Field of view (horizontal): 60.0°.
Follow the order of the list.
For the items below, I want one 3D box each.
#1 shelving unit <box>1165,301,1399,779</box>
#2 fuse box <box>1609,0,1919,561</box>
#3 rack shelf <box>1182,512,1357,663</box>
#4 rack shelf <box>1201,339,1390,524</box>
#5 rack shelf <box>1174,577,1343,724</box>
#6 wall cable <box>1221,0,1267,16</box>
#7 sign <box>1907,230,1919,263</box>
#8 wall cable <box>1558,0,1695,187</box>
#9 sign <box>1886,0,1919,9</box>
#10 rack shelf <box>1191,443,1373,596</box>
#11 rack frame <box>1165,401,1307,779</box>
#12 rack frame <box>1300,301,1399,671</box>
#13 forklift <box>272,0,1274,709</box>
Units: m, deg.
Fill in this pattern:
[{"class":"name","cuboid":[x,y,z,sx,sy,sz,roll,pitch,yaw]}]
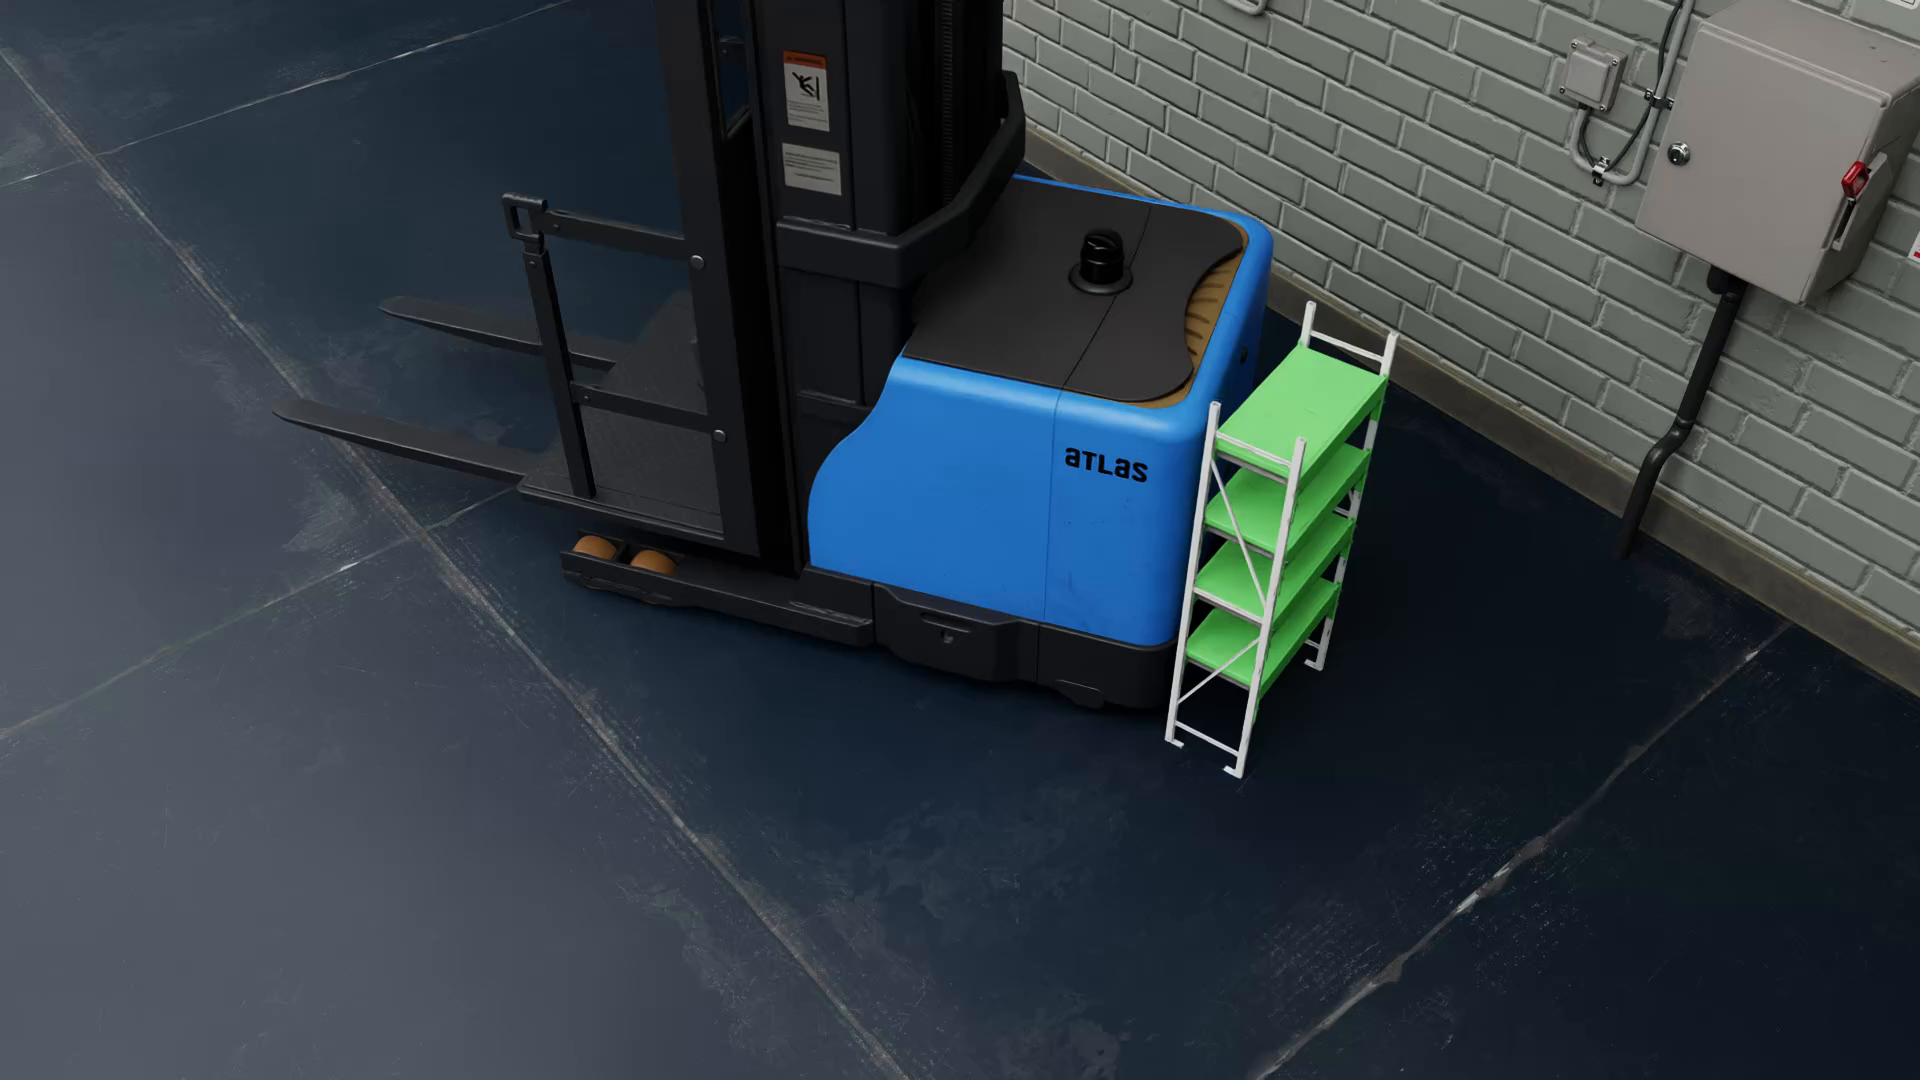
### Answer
[{"class":"shelving unit","cuboid":[0.818,0.031,4.340,0.258,1.200,0.503,26,49,25]},{"class":"fuse box","cuboid":[2.056,-0.551,4.587,0.414,1.711,0.539,-30,51,-28]},{"class":"rack shelf","cuboid":[0.818,0.077,4.384,0.258,0.148,0.480,26,49,25]},{"class":"rack shelf","cuboid":[0.819,-0.272,4.055,0.258,0.148,0.480,26,49,25]},{"class":"rack shelf","cuboid":[0.817,0.252,4.549,0.258,0.148,0.480,26,49,25]},{"class":"wall cable","cuboid":[0.820,-2.570,5.030,0.123,1.953,0.585,-30,51,-28]},{"class":"sign","cuboid":[2.532,-0.818,3.999,0.001,0.494,0.329,-30,51,-28]},{"class":"wall cable","cuboid":[1.739,-1.819,4.253,0.122,1.984,0.588,-30,51,-28]},{"class":"sign","cuboid":[2.179,-1.442,3.991,0.001,0.242,0.339,-30,51,-28]},{"class":"rack shelf","cuboid":[0.818,-0.098,4.219,0.258,0.148,0.480,26,49,25]},{"class":"rack frame","cuboid":[0.677,0.167,4.195,0.240,1.200,0.015,26,49,25]},{"class":"rack frame","cuboid":[0.959,-0.106,4.485,0.240,1.200,0.015,26,49,25]},{"class":"forklift","cuboid":[-0.685,-1.201,4.388,3.031,2.935,1.130,13,45,14]}]
